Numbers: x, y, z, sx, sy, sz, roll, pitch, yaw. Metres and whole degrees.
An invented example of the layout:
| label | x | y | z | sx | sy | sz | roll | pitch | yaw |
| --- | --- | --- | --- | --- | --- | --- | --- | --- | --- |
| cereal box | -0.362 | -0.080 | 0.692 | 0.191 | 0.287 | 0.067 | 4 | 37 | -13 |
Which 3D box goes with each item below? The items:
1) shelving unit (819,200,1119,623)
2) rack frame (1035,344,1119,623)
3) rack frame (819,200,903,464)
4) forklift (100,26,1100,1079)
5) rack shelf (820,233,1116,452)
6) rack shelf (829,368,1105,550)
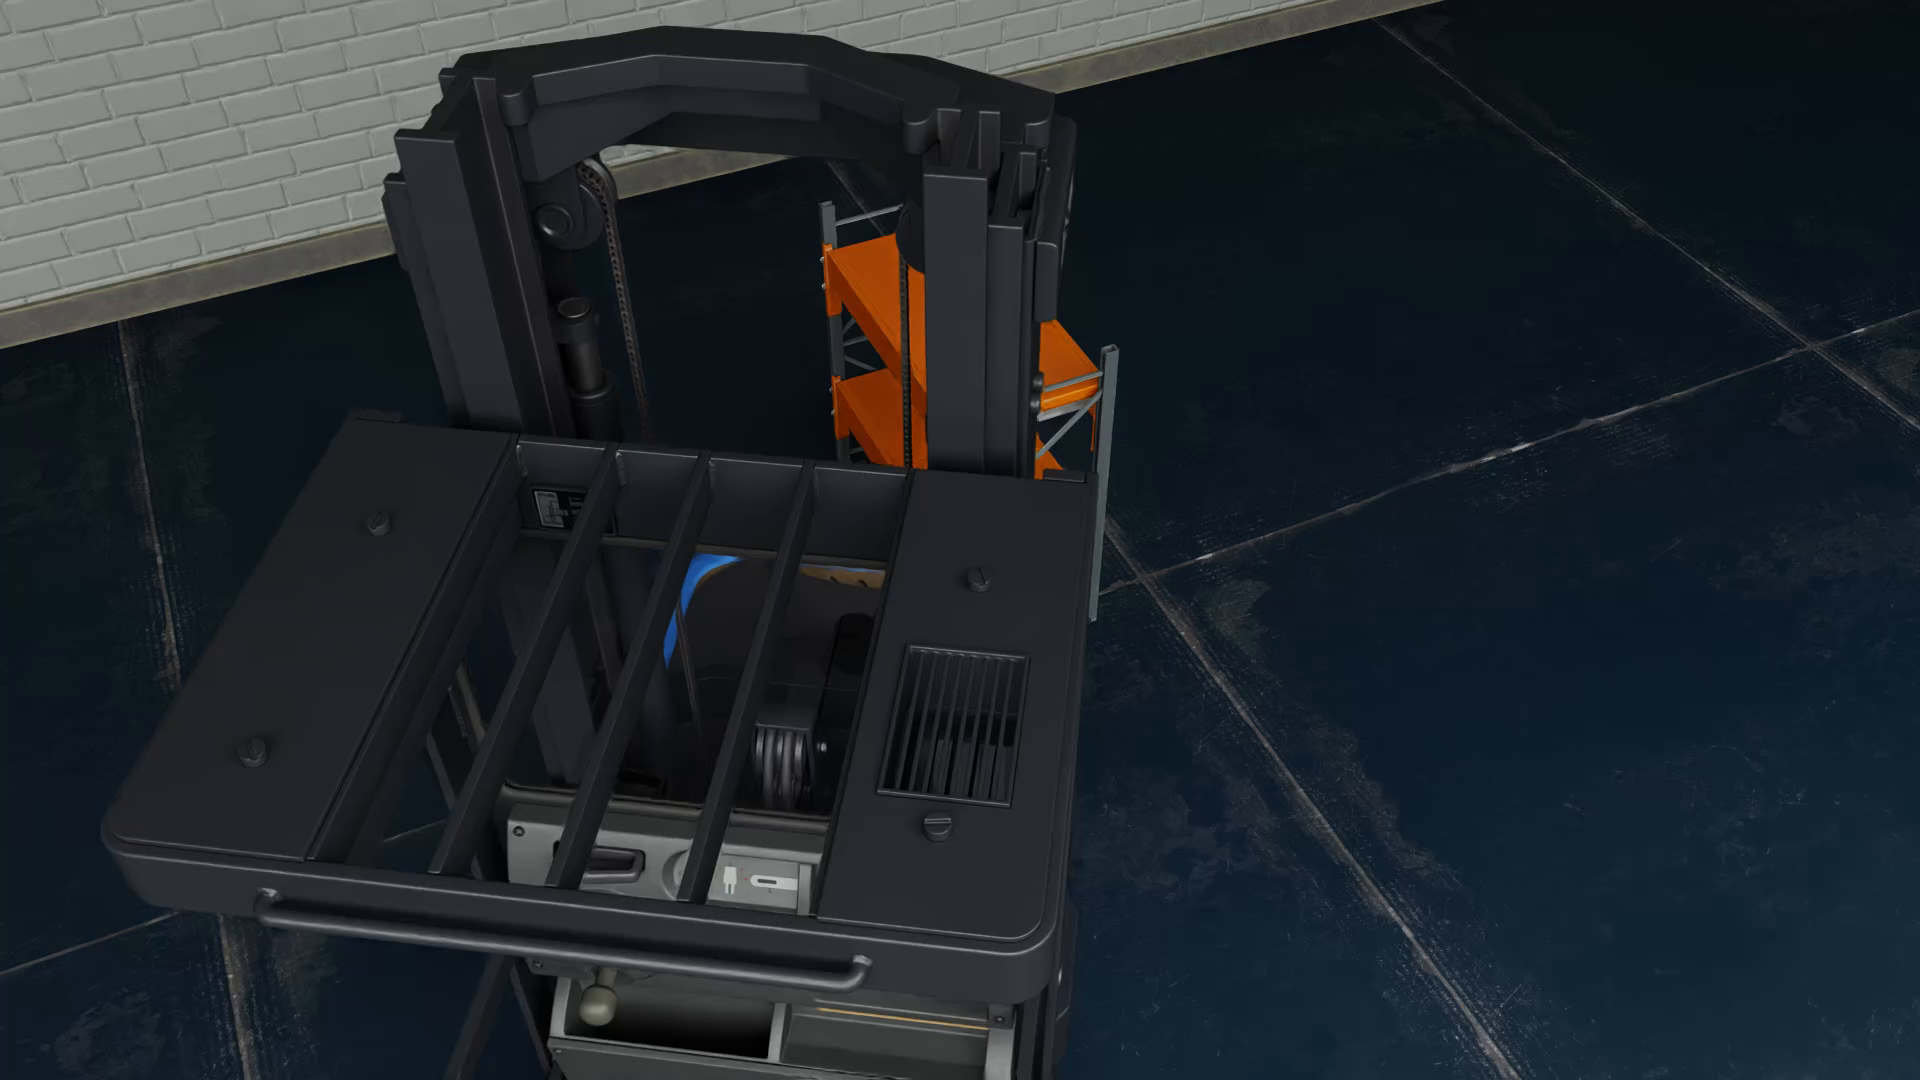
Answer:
| label | x | y | z | sx | sy | sz | roll | pitch | yaw |
| --- | --- | --- | --- | --- | --- | --- | --- | --- | --- |
| shelving unit | 0.003 | -0.396 | 5.351 | 0.538 | 1.125 | 1.048 | -18 | 47 | -17 |
| rack frame | 0.217 | -0.072 | 5.022 | 0.500 | 1.125 | 0.032 | -18 | 47 | -17 |
| rack frame | -0.211 | -0.720 | 5.679 | 0.500 | 1.125 | 0.032 | -18 | 47 | -17 |
| forklift | -0.382 | 0.802 | 2.850 | 1.130 | 2.935 | 3.031 | 5 | 45 | 5 |
| rack shelf | 0.003 | -0.604 | 5.145 | 0.538 | 0.278 | 1.000 | -18 | 47 | -17 |
| rack shelf | 0.003 | -0.222 | 5.522 | 0.538 | 0.278 | 1.000 | -18 | 47 | -17 |
